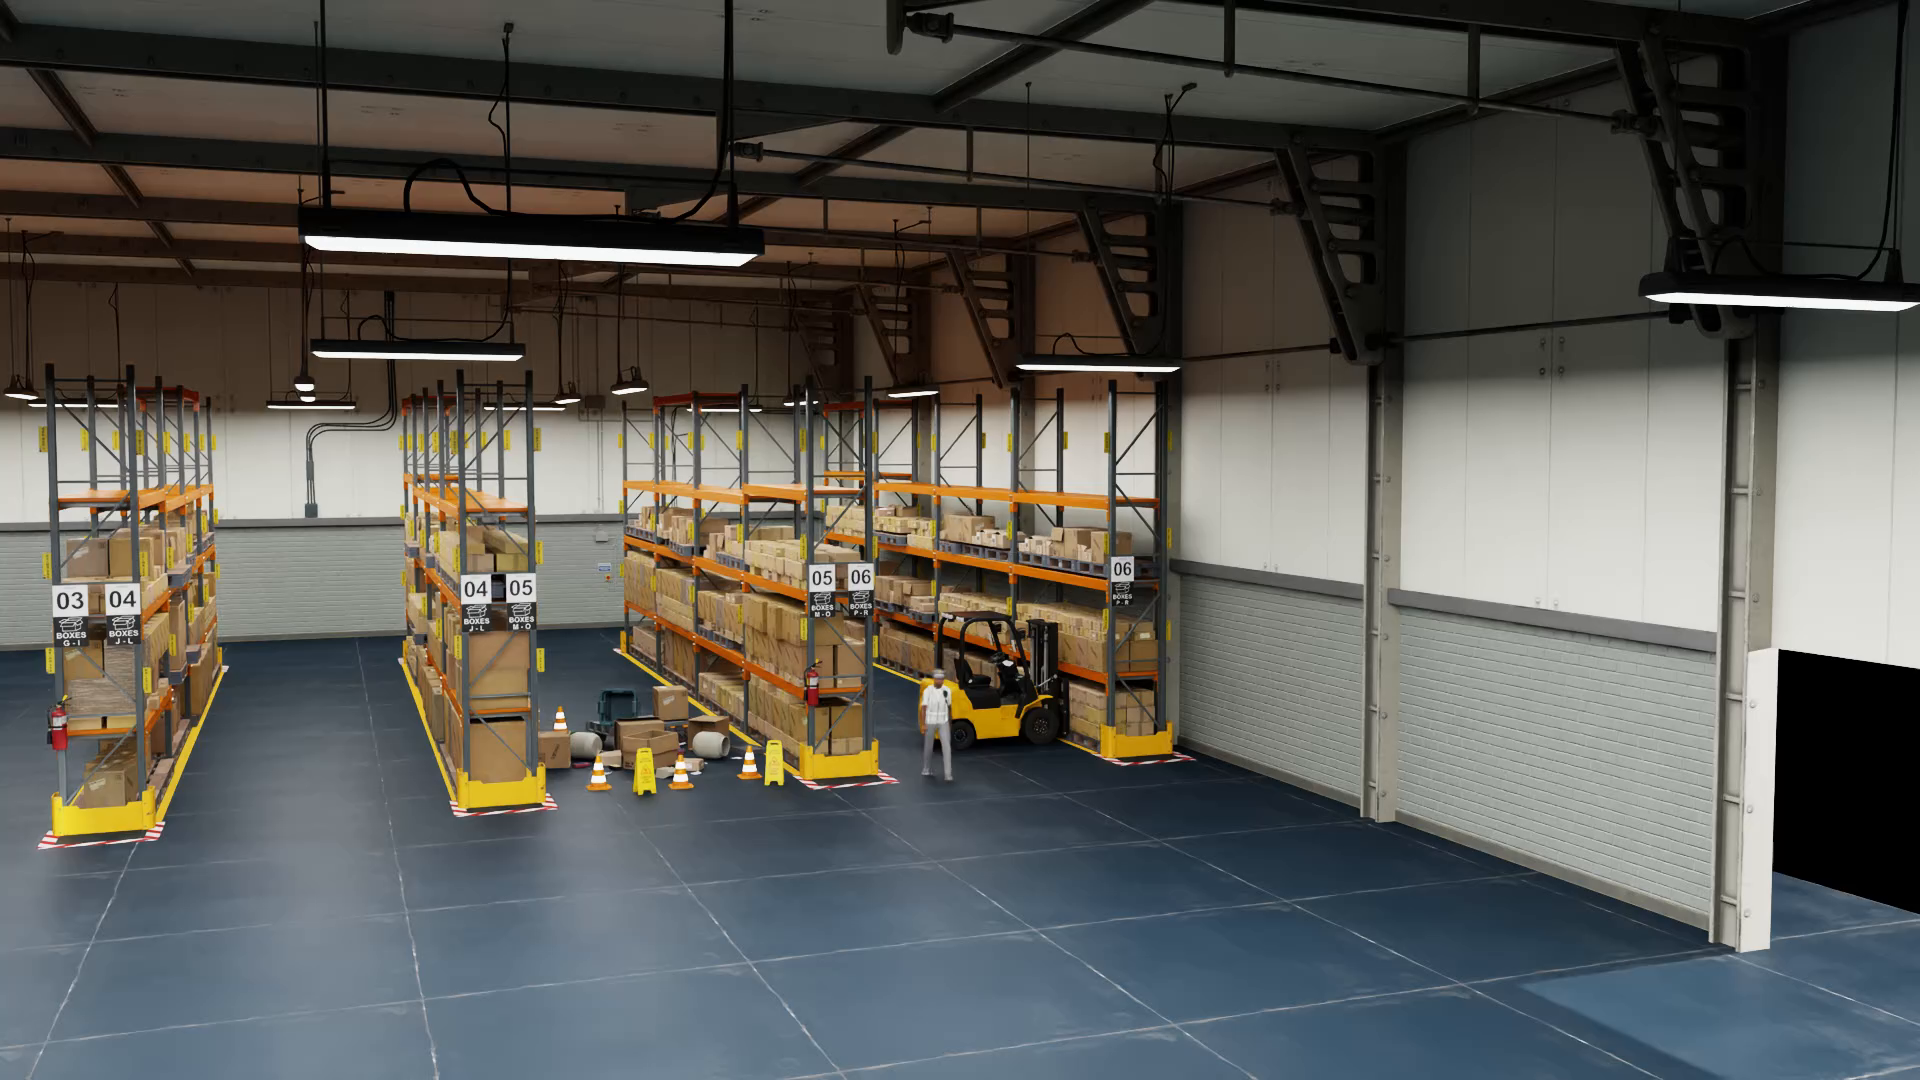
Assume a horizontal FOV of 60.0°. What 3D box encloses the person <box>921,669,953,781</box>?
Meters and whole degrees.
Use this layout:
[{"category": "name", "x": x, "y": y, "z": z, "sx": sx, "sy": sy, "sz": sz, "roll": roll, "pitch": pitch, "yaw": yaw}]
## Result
[{"category": "person", "x": -0.343, "y": 2.728, "z": 24.695, "sx": 0.483, "sy": 1.643, "sz": 0.894, "roll": 0, "pitch": 3, "yaw": -6}]
